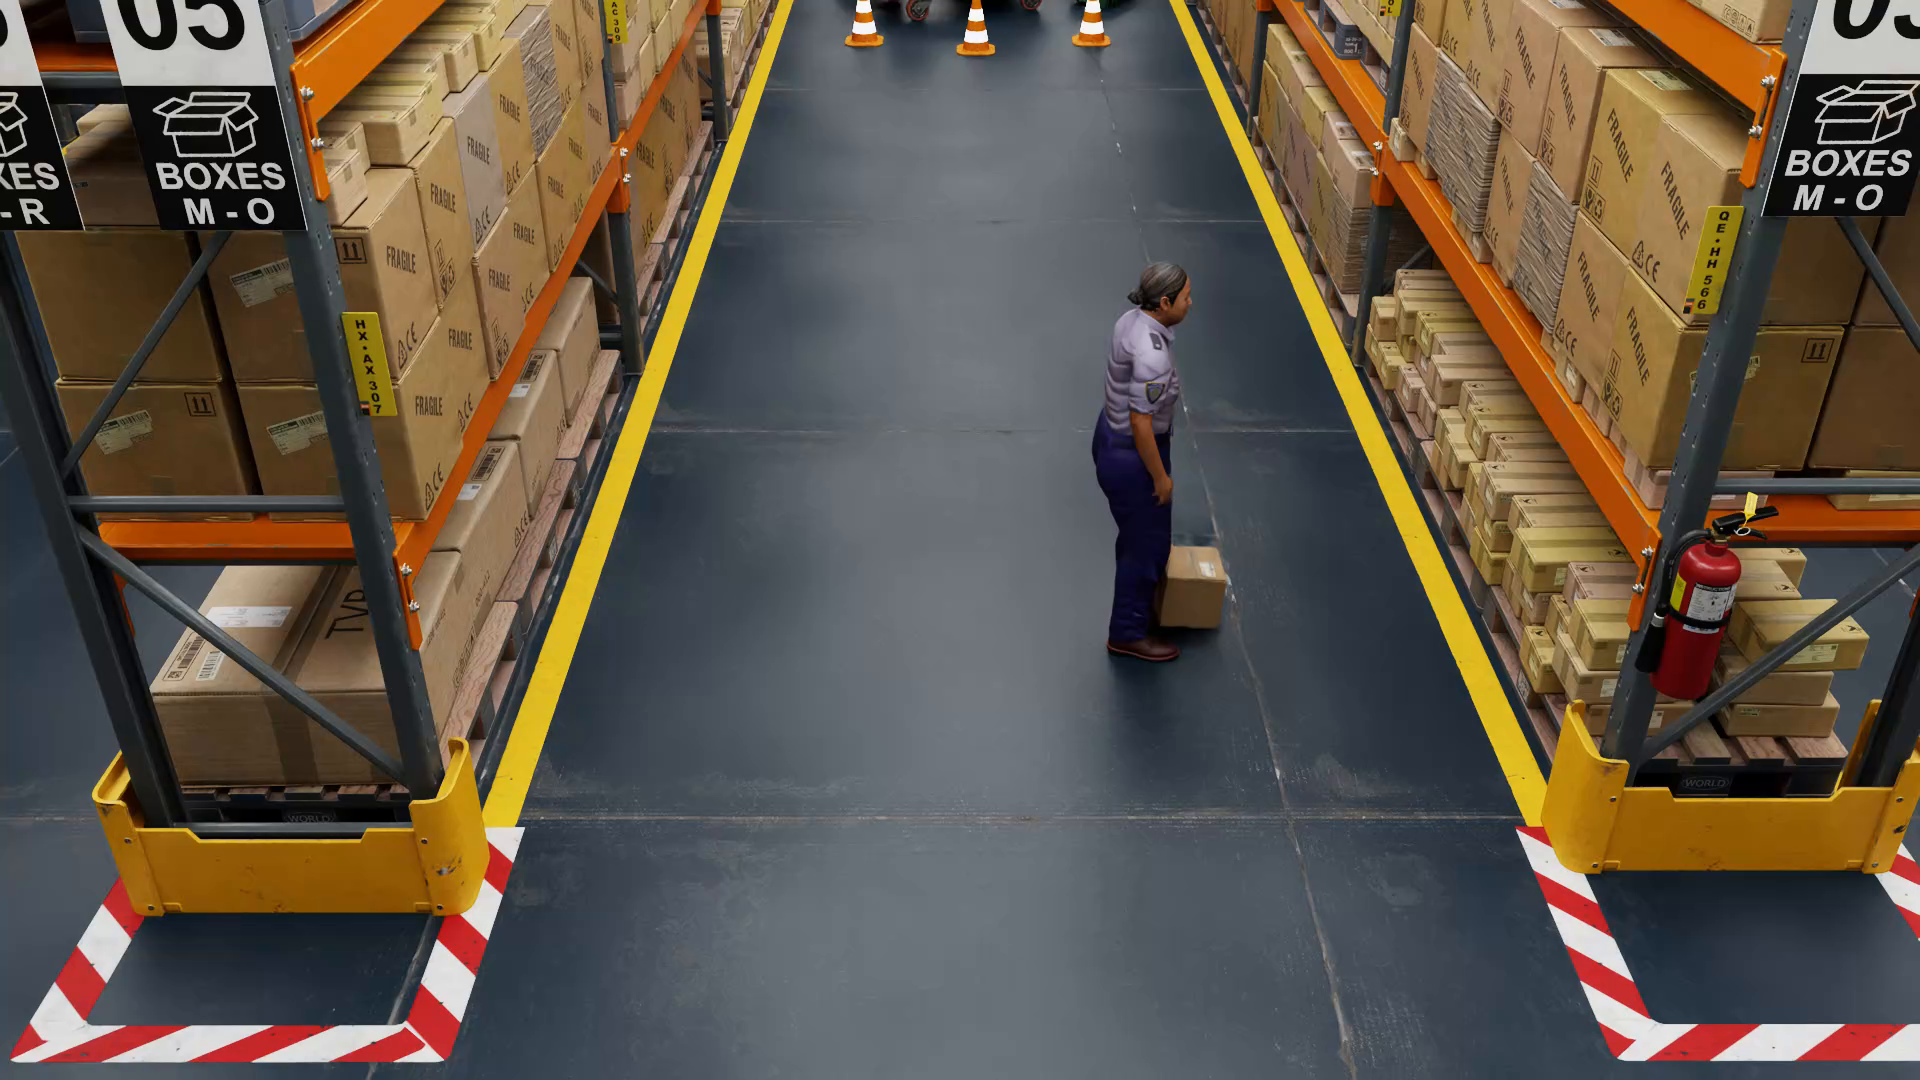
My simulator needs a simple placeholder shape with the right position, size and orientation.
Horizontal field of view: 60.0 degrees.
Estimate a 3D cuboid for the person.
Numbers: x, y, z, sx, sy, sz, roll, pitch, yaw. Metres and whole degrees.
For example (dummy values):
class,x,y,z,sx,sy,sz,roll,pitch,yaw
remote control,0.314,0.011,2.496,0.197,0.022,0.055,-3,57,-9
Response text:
class,x,y,z,sx,sy,sz,roll,pitch,yaw
person,0.749,-0.324,6.679,0.422,1.638,0.535,-1,32,-2
